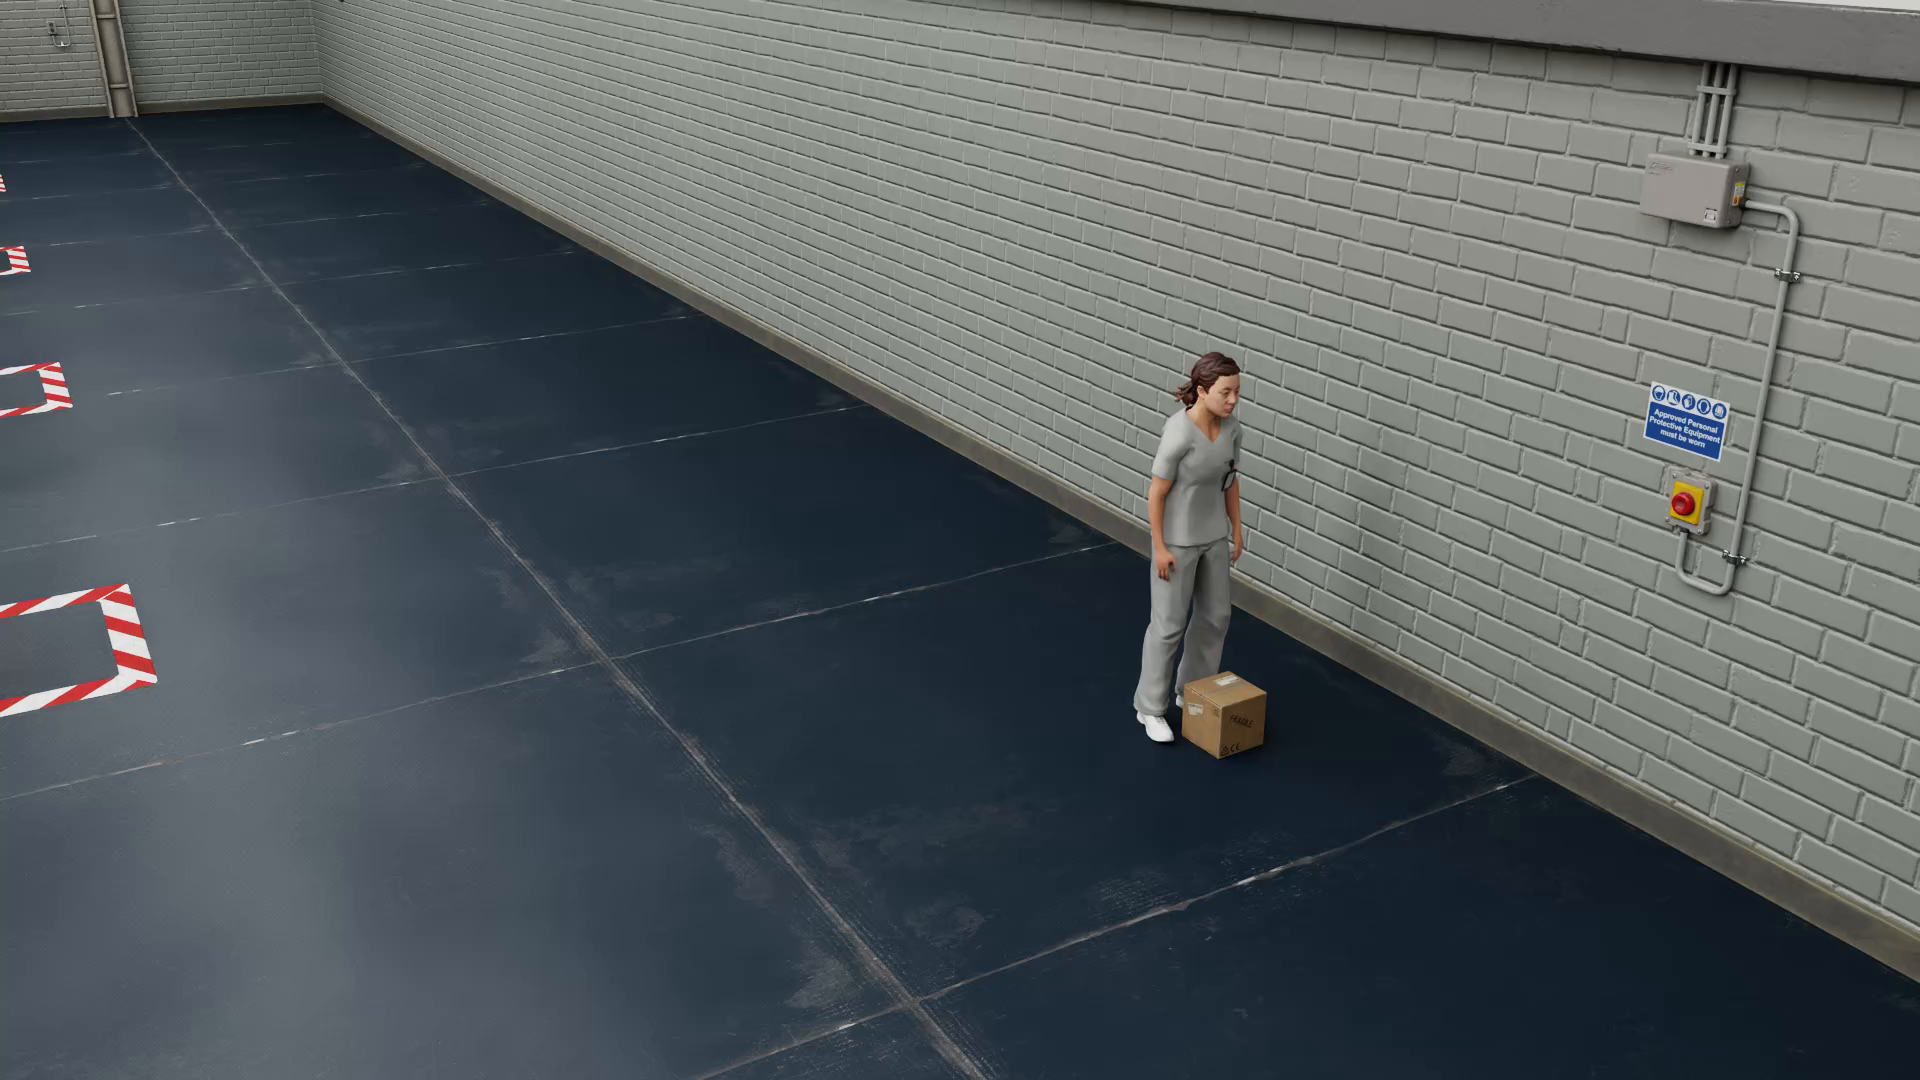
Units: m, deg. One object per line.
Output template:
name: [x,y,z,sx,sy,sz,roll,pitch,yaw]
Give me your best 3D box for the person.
person: [0.993,0.012,7.060,0.516,1.672,0.354,-14,26,-31]
